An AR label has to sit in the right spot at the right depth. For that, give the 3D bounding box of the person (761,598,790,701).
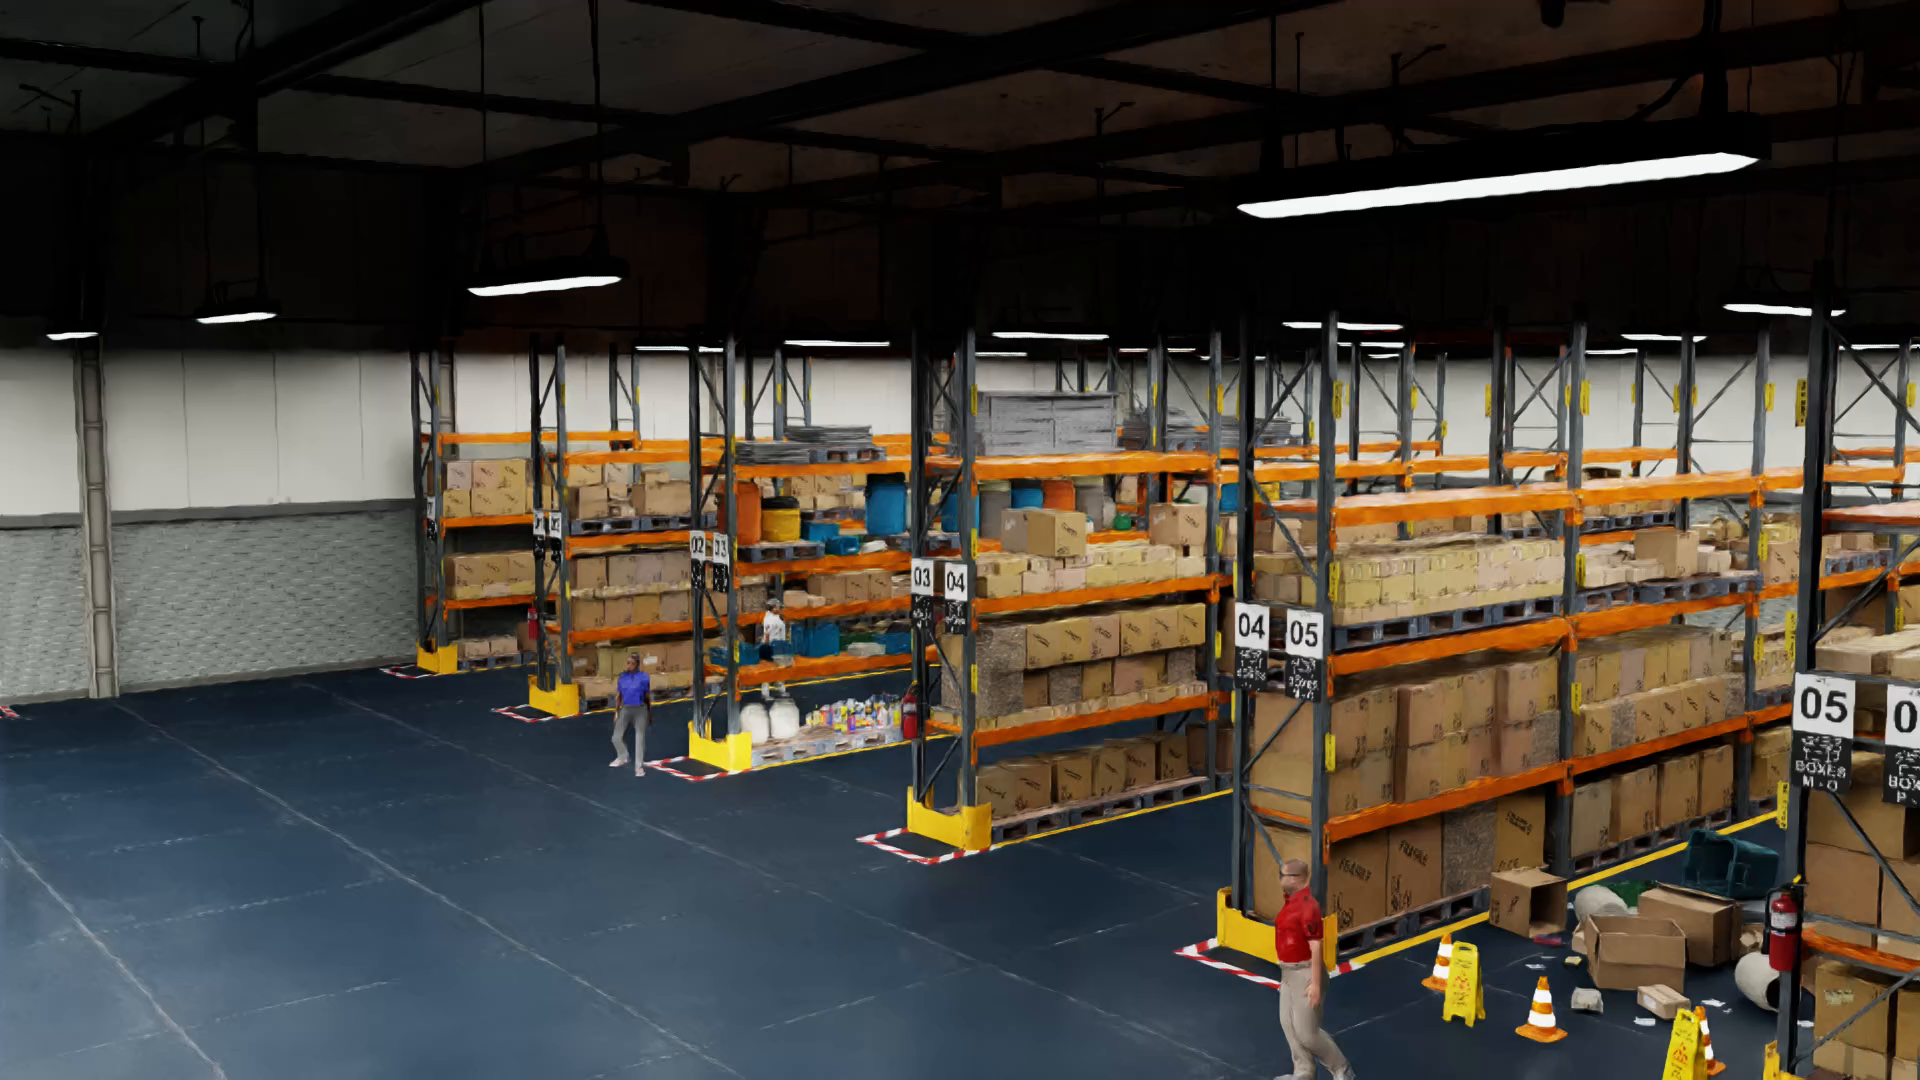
[{"bbox_3d":[-3.054,1.787,27.448,0.443,1.666,0.526,2,6,19],"label":"person"}]

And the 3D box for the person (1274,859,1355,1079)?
[{"bbox_3d":[2.599,3.190,12.174,0.569,1.713,0.600,0,5,-3],"label":"person"}]

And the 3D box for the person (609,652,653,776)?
[{"bbox_3d":[-4.423,2.295,22.173,0.653,1.652,0.491,1,5,9],"label":"person"}]
